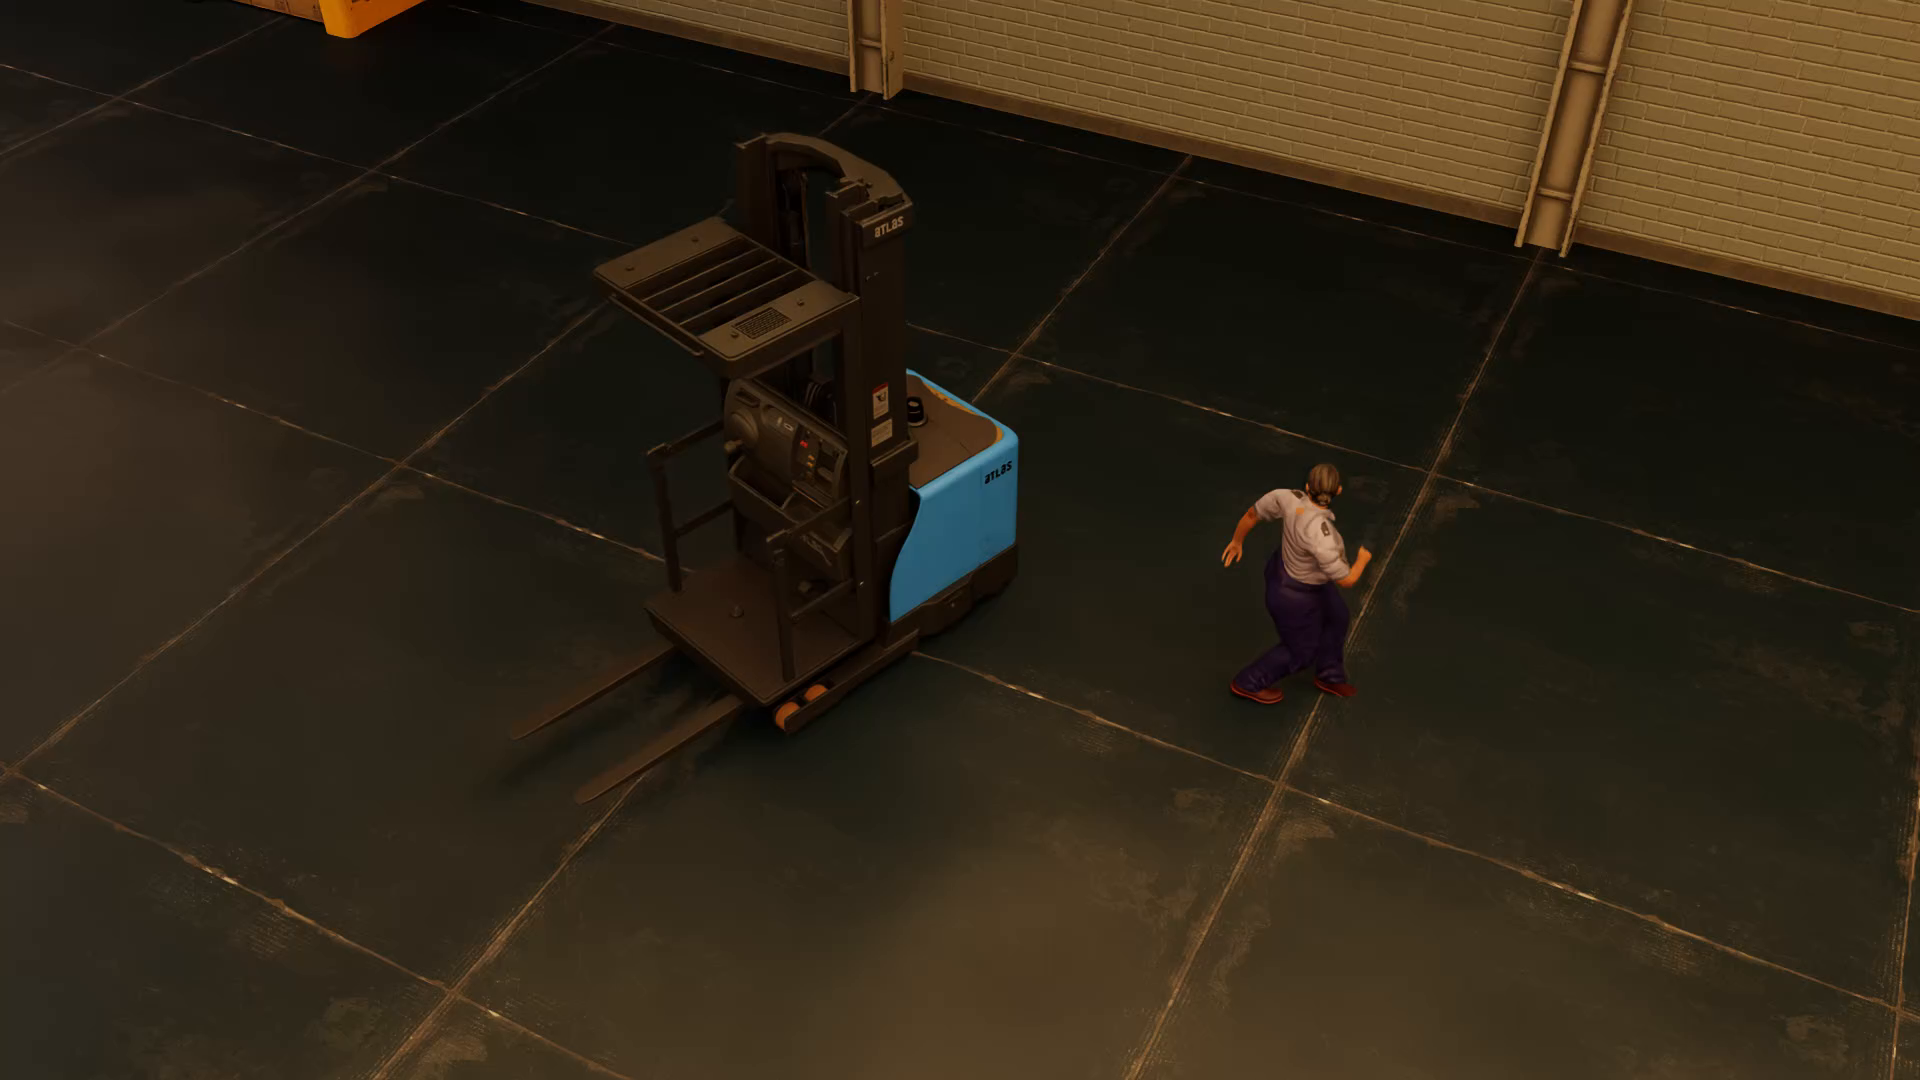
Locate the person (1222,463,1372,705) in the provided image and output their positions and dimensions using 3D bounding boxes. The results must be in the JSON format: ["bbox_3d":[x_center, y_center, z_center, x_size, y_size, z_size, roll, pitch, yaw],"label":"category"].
[{"bbox_3d":[1.814,0.267,8.758,0.850,1.633,0.518,2,40,3],"label":"person"}]

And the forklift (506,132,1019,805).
[{"bbox_3d":[-1.062,-0.456,8.528,3.031,2.935,1.130,-32,50,-32],"label":"forklift"}]
